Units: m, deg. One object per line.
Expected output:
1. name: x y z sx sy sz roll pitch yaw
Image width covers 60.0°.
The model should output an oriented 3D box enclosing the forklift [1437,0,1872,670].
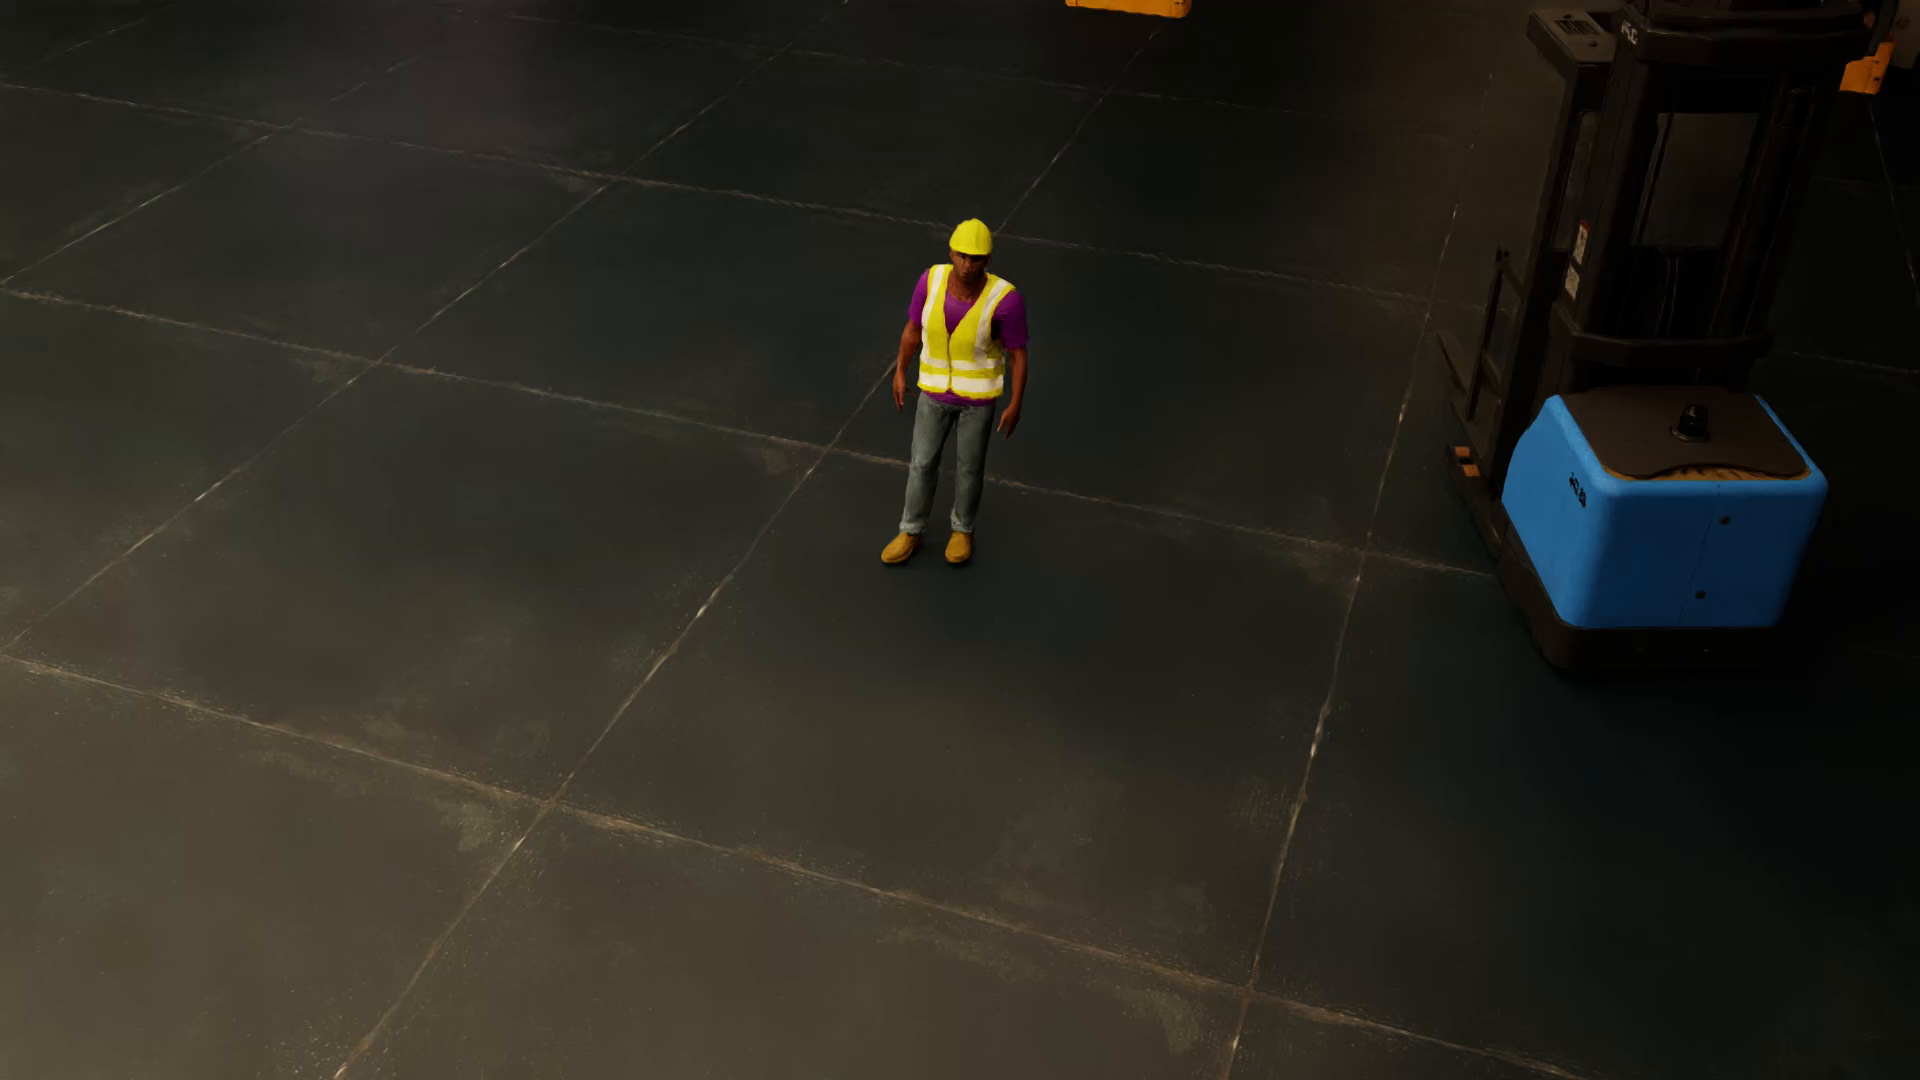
1. forklift: 3.239 -1.414 8.106 1.130 2.935 3.031 0 35 0

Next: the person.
1. person: -0.028 -0.689 8.078 0.665 1.766 0.576 12 37 16
